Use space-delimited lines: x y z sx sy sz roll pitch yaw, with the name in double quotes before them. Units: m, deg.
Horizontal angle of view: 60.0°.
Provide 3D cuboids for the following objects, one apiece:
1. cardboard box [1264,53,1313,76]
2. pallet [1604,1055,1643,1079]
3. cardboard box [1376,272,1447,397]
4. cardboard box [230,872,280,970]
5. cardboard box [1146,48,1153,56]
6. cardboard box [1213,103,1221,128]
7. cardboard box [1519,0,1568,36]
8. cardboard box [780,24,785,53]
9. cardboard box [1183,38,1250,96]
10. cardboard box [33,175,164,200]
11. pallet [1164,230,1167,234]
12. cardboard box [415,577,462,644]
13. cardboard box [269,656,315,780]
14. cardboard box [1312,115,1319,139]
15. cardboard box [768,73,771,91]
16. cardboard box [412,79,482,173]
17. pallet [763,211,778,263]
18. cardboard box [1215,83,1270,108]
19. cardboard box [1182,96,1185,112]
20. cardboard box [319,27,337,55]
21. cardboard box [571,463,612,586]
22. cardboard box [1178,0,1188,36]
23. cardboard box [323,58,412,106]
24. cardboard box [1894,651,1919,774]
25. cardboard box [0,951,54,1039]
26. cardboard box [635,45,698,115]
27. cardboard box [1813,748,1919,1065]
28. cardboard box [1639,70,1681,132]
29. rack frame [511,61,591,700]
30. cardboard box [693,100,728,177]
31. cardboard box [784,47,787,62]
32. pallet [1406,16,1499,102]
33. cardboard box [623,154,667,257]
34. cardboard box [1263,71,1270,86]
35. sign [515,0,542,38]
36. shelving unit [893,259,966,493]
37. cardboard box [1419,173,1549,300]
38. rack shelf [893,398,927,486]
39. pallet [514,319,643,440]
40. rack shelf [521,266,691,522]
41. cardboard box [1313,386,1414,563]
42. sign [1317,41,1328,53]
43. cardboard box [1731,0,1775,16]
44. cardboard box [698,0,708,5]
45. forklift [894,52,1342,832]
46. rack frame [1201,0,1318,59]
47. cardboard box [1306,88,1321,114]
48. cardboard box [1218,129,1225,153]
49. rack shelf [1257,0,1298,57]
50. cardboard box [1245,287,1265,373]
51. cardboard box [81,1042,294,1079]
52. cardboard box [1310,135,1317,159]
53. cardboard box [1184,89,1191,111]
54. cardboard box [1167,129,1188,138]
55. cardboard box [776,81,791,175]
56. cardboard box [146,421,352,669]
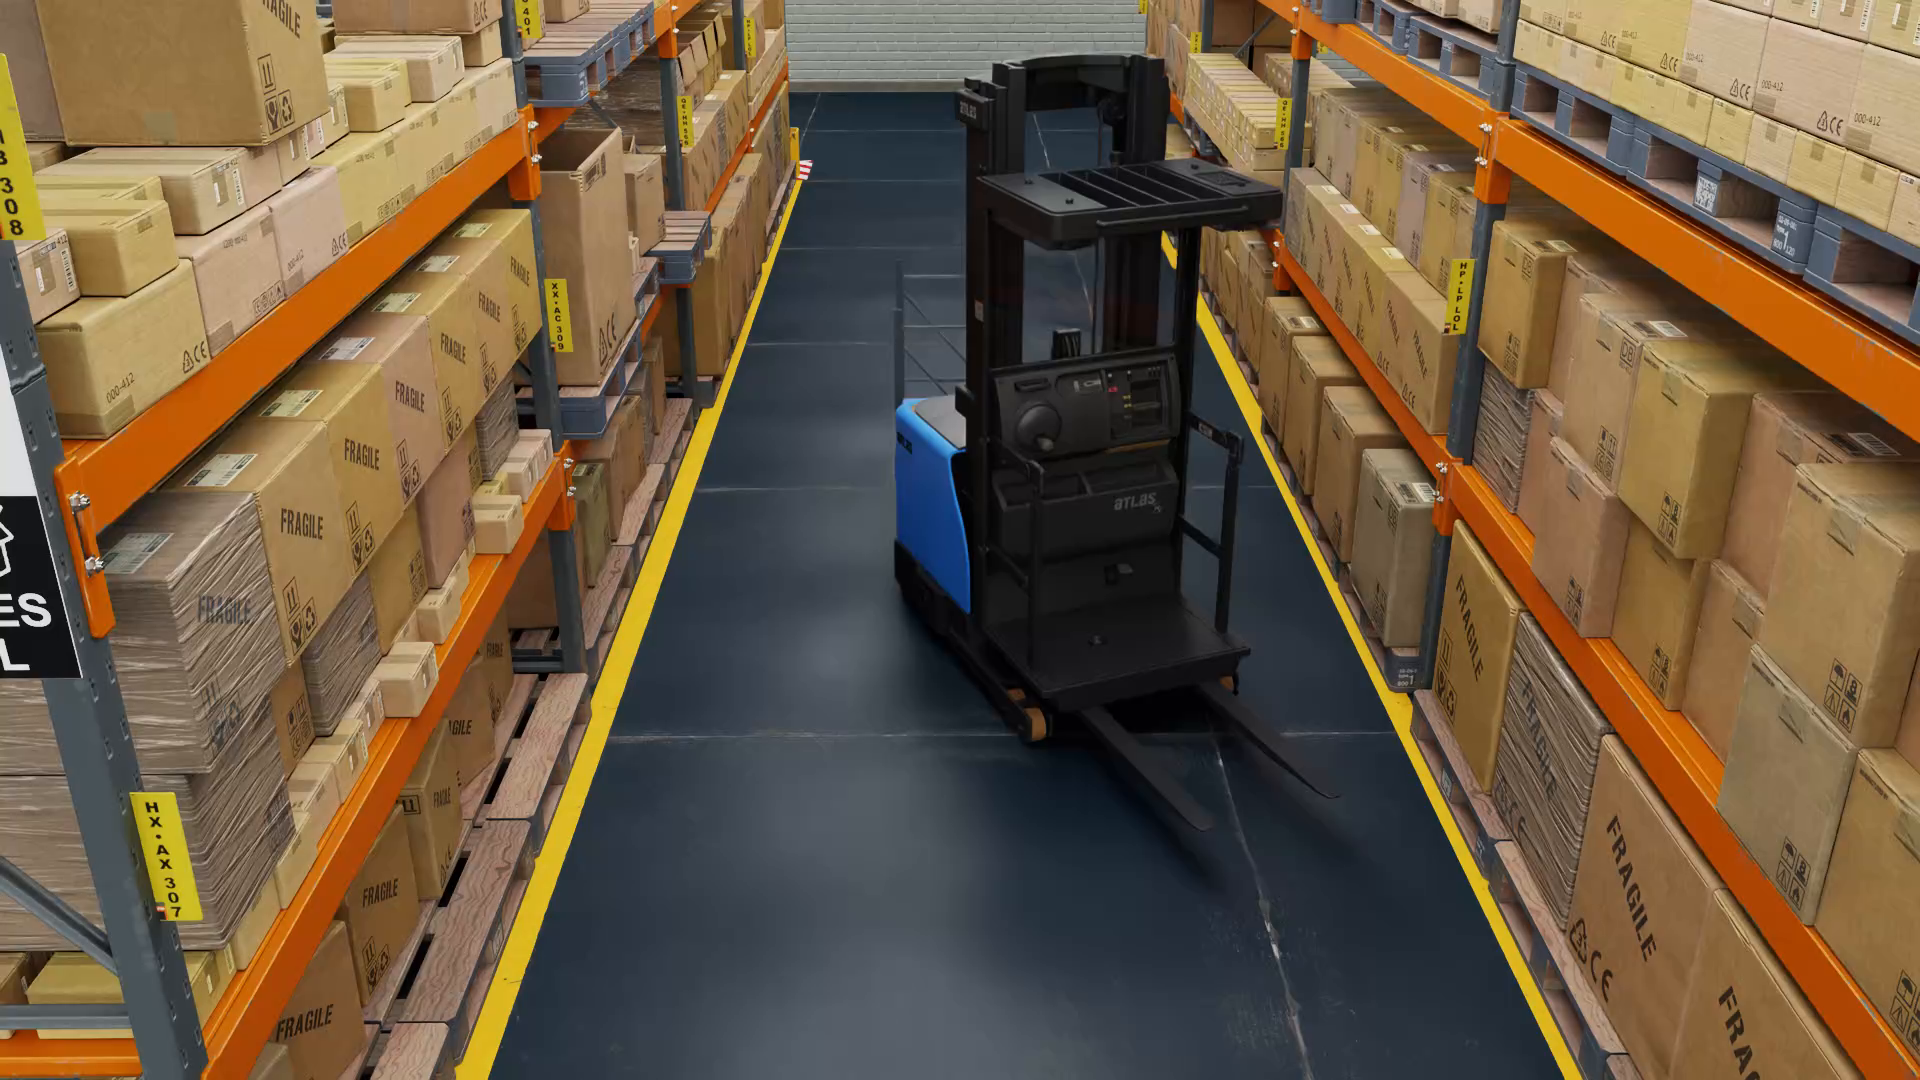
"cardboard box" 2.787 -4.032 14.099 0.380 0.149 0.250 1 24 2
"pallet" 2.632 2.037 4.989 1.003 0.211 1.213 0 24 -1
"cardboard box" 2.397 -1.020 8.244 0.500 0.500 0.500 -1 24 -1
"cardboard box" -1.990 0.969 4.272 0.380 0.149 0.250 0 24 -1
"cardboard box" 2.220 -5.248 18.018 0.380 0.149 0.250 0 24 -1
"cardboard box" 2.151 -3.252 12.736 0.380 0.149 0.250 -1 24 -2
"cardboard box" 2.400 -2.020 6.127 0.500 0.250 0.500 0 24 0
"cardboard box" -2.146 -5.385 17.838 0.500 0.250 0.500 -1 24 -1
"cardboard box" 2.300 -4.228 14.976 0.500 0.500 0.500 0 24 0
"cardboard box" -2.046 -0.729 3.780 0.380 0.149 0.250 -1 24 -2
"pallet" 2.529 -3.359 16.921 1.003 0.211 1.213 0 24 -1
"cardboard box" -1.988 0.248 5.866 0.380 0.149 0.250 0 24 -1
"cardboard box" -2.346 0.463 4.604 0.875 0.500 0.500 0 24 -1
"cardboard box" 2.811 -3.041 12.269 0.380 0.149 0.250 0 24 0
"cardboard box" -2.062 -4.519 16.408 0.380 0.149 0.250 -1 24 -2
"cardboard box" -2.024 -1.468 5.898 0.500 0.250 0.500 0 24 1
"pallet" -2.303 -2.911 15.931 1.003 0.211 1.213 0 24 -1
"cardboard box" 2.154 -3.389 12.676 0.380 0.149 0.250 0 24 1
"cardboard box" 2.239 -3.957 15.163 0.380 0.149 0.250 -1 24 -2
"cardboard box" -2.519 -1.807 6.164 0.380 0.149 0.250 -1 24 -3
"cardboard box" -2.257 -0.083 8.793 0.700 0.500 0.500 0 24 -1
"cardboard box" 2.301 -4.891 15.229 0.500 0.500 0.500 -1 24 -2
"cardboard box" -2.035 -1.485 5.452 0.380 0.149 0.250 1 24 1
"cardboard box" 2.753 0.382 3.772 0.875 0.550 0.550 0 24 -1
"cardboard box" -2.452 1.074 4.039 0.380 0.149 0.250 0 24 -1
"cardboard box" -2.325 -3.293 12.051 0.797 0.503 0.637 0 24 1
"cardboard box" 2.669 0.875 3.994 0.875 0.550 0.550 0 24 -1
"cardboard box" 2.355 -1.365 5.162 0.380 0.149 0.250 0 24 -1
"rack frame" -2.286 -0.572 7.374 1.000 3.000 0.127 0 24 -1
"cardboard box" -2.083 -3.097 12.836 0.500 0.500 0.500 0 24 0
"cardboard box" -2.083 -5.257 18.038 0.380 0.149 0.250 0 24 0
"pallet" 2.616 -2.209 7.587 0.805 0.209 1.217 -1 24 -3
"cardboard box" -2.177 -2.005 9.912 0.700 0.500 0.500 3 25 7
"cardboard box" 2.790 -3.898 14.163 0.380 0.149 0.250 0 24 1
"sign" -1.743 -2.180 6.662 0.100 0.325 0.005 0 24 -1
"shelving unit" -0.115 -0.754 9.598 0.538 1.500 1.048 -1 24 -1
"cardboard box" 2.656 -1.470 8.026 0.700 0.500 0.500 -1 24 -1
"rack shelf" -0.115 -0.590 9.672 0.538 0.185 1.000 -1 24 -1
"pallet" -2.149 -0.800 8.111 1.003 0.211 1.213 0 24 -1
"rack shelf" -2.307 -1.068 9.345 1.077 0.370 4.000 0 24 -1
"cardboard box" 2.572 -0.372 9.152 1.050 0.750 0.750 0 24 -1
"sign" 3.143 -4.380 14.390 0.100 0.325 0.005 0 24 -1
"cardboard box" 2.359 -1.522 4.542 0.380 0.149 0.250 0 24 0
"cardboard box" -2.664 -5.307 16.755 0.500 0.500 0.500 -1 24 -2
"forklift" 0.684 -0.599 7.517 1.130 2.935 3.031 -10 26 -21
"rack frame" 2.588 -3.849 14.620 1.000 3.000 0.127 0 24 -1
"cardboard box" 2.804 -3.281 12.439 0.380 0.149 0.250 0 24 1
"cardboard box" 2.158 -3.007 12.554 0.380 0.149 0.250 0 24 1
"rack shelf" 2.610 -4.064 12.328 1.077 0.370 4.000 0 24 -1
"cardboard box" 2.363 -1.523 12.001 0.500 0.500 0.500 0 24 -1
"cardboard box" -2.232 1.767 4.727 0.500 0.500 0.500 4 25 9
"cardboard box" 2.812 -2.905 12.329 0.380 0.149 0.250 1 24 1
"cardboard box" 2.132 -3.761 14.222 0.380 0.149 0.250 -1 24 -3
"cardboard box" 2.333 -4.330 17.912 0.380 0.149 0.250 0 24 0
"cardboard box" -2.330 -4.476 18.076 0.875 0.875 0.875 0 24 -1
"cardboard box" -1.974 0.006 4.401 0.500 0.500 0.500 0 24 -1
